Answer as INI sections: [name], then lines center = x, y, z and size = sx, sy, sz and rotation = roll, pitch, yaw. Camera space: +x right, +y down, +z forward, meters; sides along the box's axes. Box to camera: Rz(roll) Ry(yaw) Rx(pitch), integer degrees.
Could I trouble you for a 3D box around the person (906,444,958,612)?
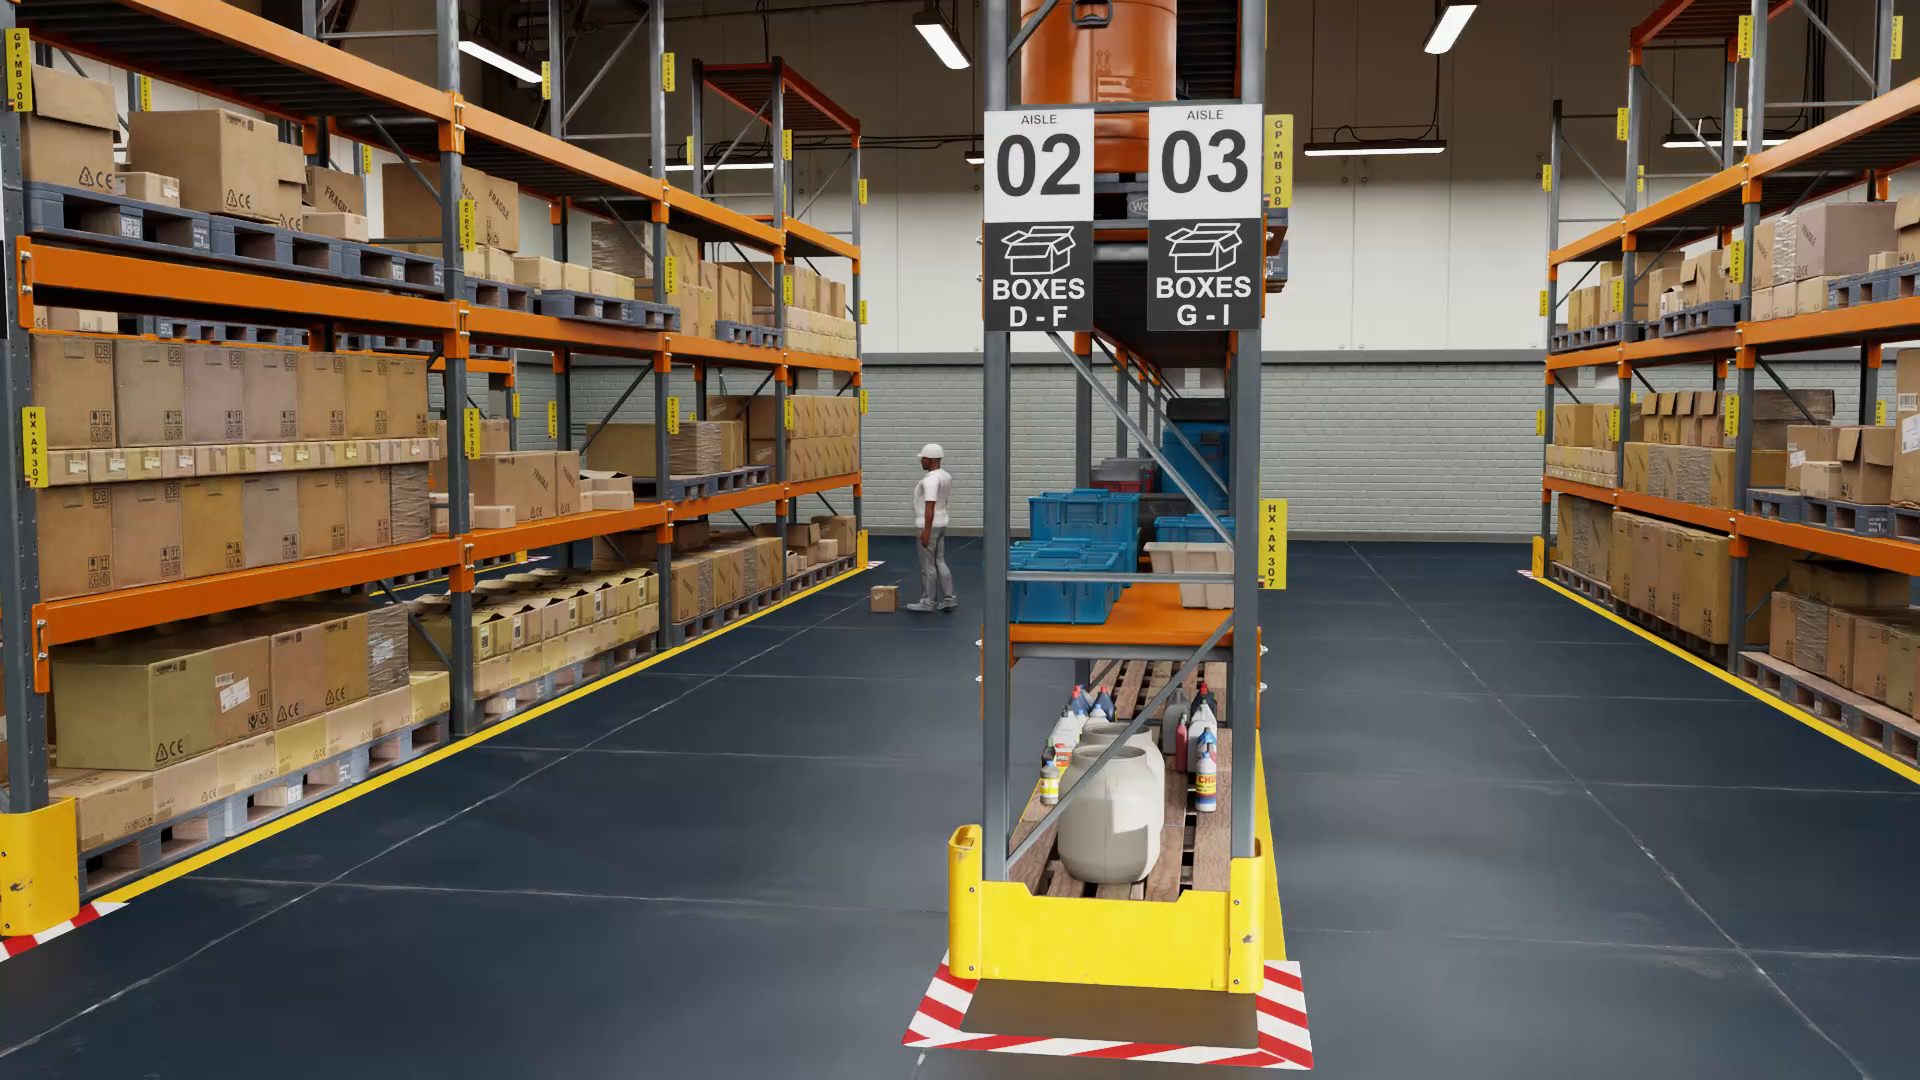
[person]
center = -0.294, -0.130, 17.568
size = 0.513, 1.769, 0.601
rotation = 2, 5, 20
